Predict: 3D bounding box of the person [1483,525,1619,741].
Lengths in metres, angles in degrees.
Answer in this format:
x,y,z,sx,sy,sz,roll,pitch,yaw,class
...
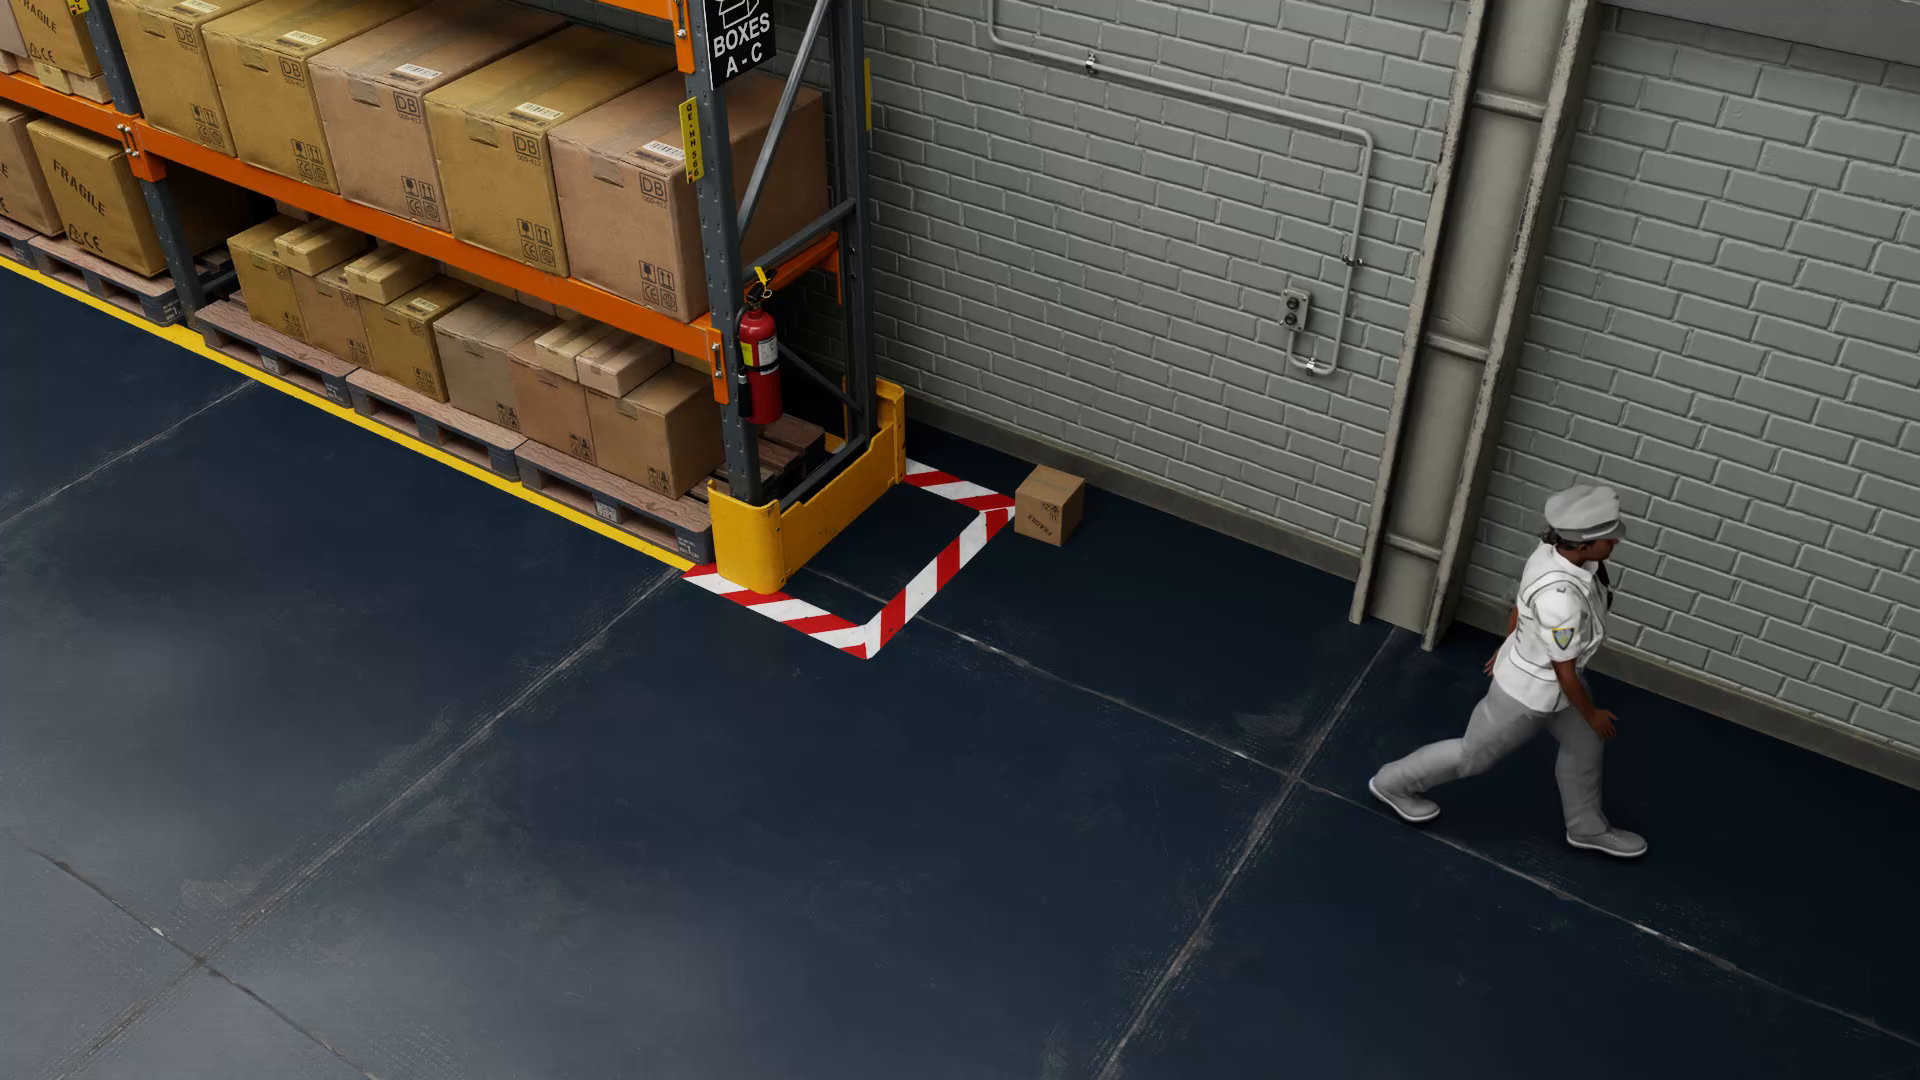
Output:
x,y,z,sx,sy,sz,roll,pitch,yaw,class
2.153,0.280,5.847,0.512,0.987,0.429,18,42,21,person
